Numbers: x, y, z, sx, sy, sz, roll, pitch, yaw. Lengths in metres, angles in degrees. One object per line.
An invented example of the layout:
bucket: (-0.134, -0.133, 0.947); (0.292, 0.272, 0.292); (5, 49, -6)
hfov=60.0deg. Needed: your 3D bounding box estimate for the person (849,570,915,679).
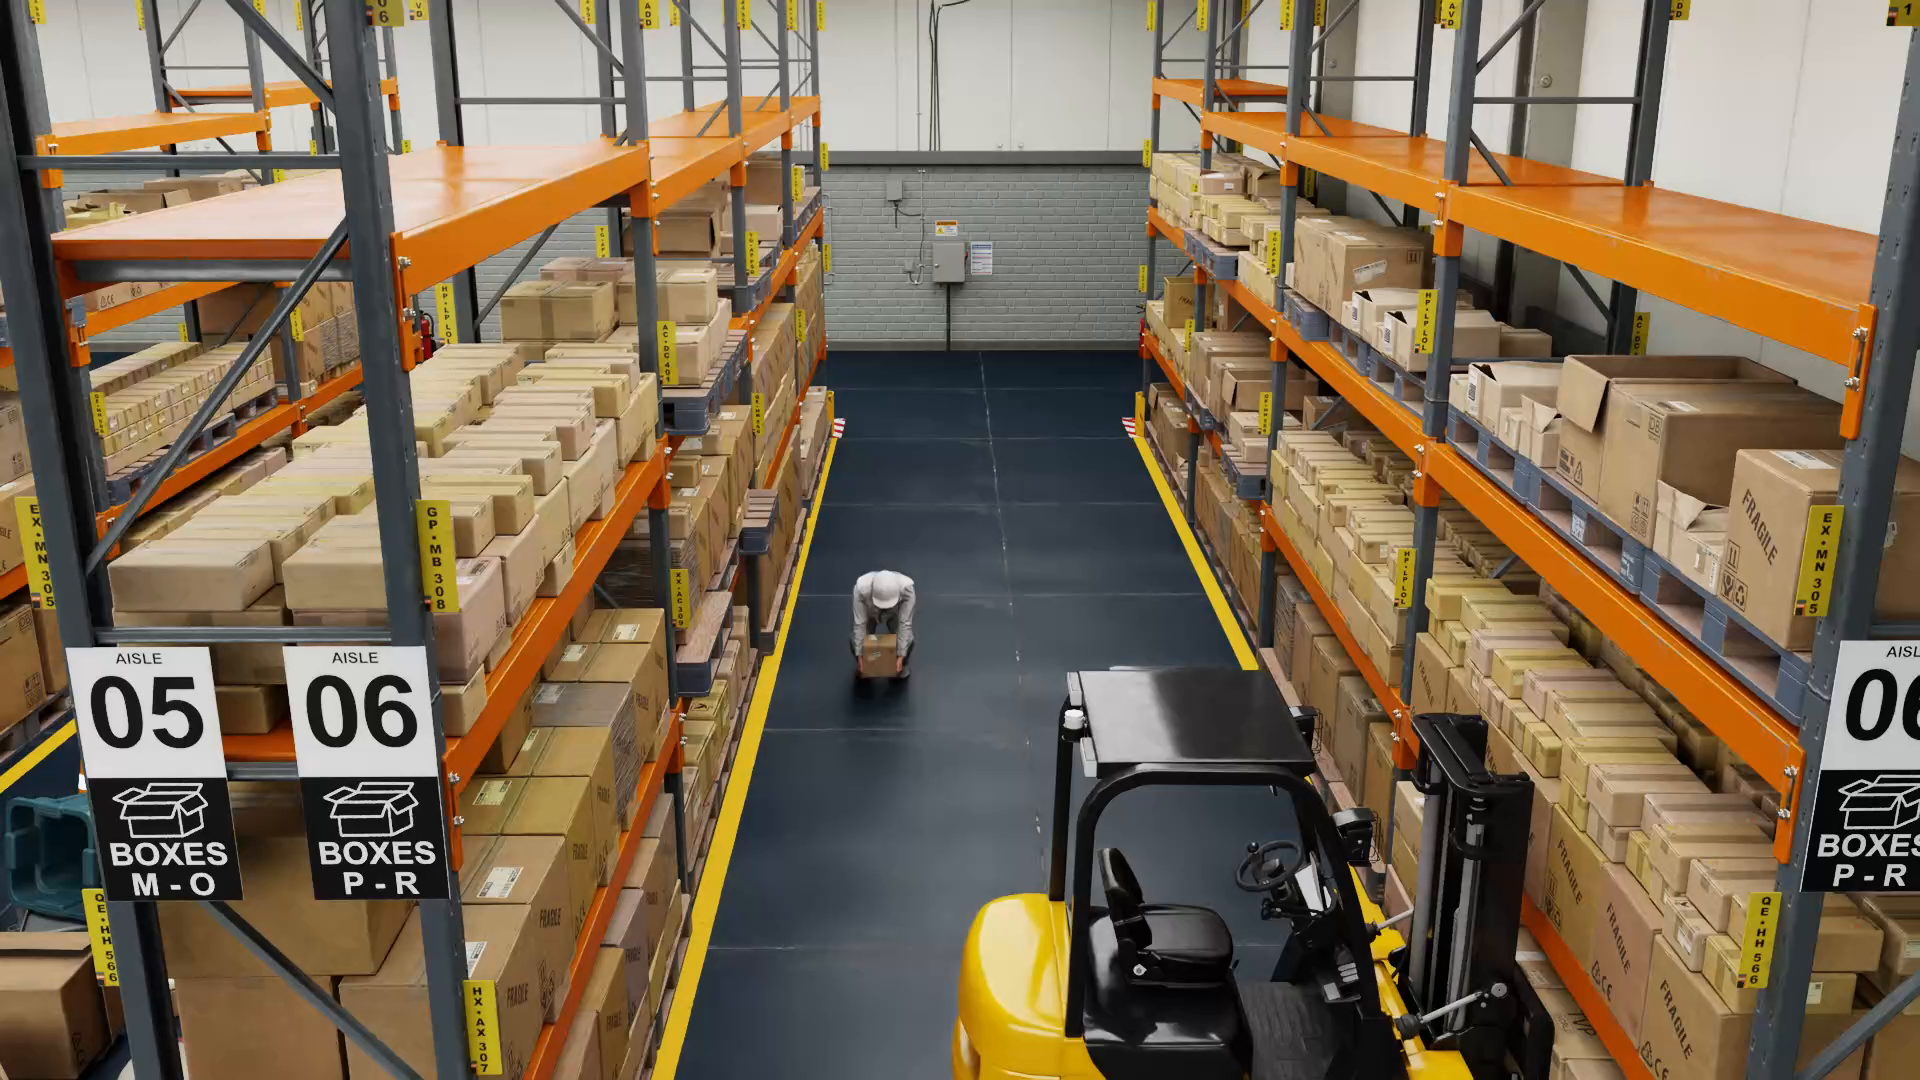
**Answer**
person: (-0.598, 0.614, 12.824); (0.514, 1.005, 0.900); (0, 17, 0)
